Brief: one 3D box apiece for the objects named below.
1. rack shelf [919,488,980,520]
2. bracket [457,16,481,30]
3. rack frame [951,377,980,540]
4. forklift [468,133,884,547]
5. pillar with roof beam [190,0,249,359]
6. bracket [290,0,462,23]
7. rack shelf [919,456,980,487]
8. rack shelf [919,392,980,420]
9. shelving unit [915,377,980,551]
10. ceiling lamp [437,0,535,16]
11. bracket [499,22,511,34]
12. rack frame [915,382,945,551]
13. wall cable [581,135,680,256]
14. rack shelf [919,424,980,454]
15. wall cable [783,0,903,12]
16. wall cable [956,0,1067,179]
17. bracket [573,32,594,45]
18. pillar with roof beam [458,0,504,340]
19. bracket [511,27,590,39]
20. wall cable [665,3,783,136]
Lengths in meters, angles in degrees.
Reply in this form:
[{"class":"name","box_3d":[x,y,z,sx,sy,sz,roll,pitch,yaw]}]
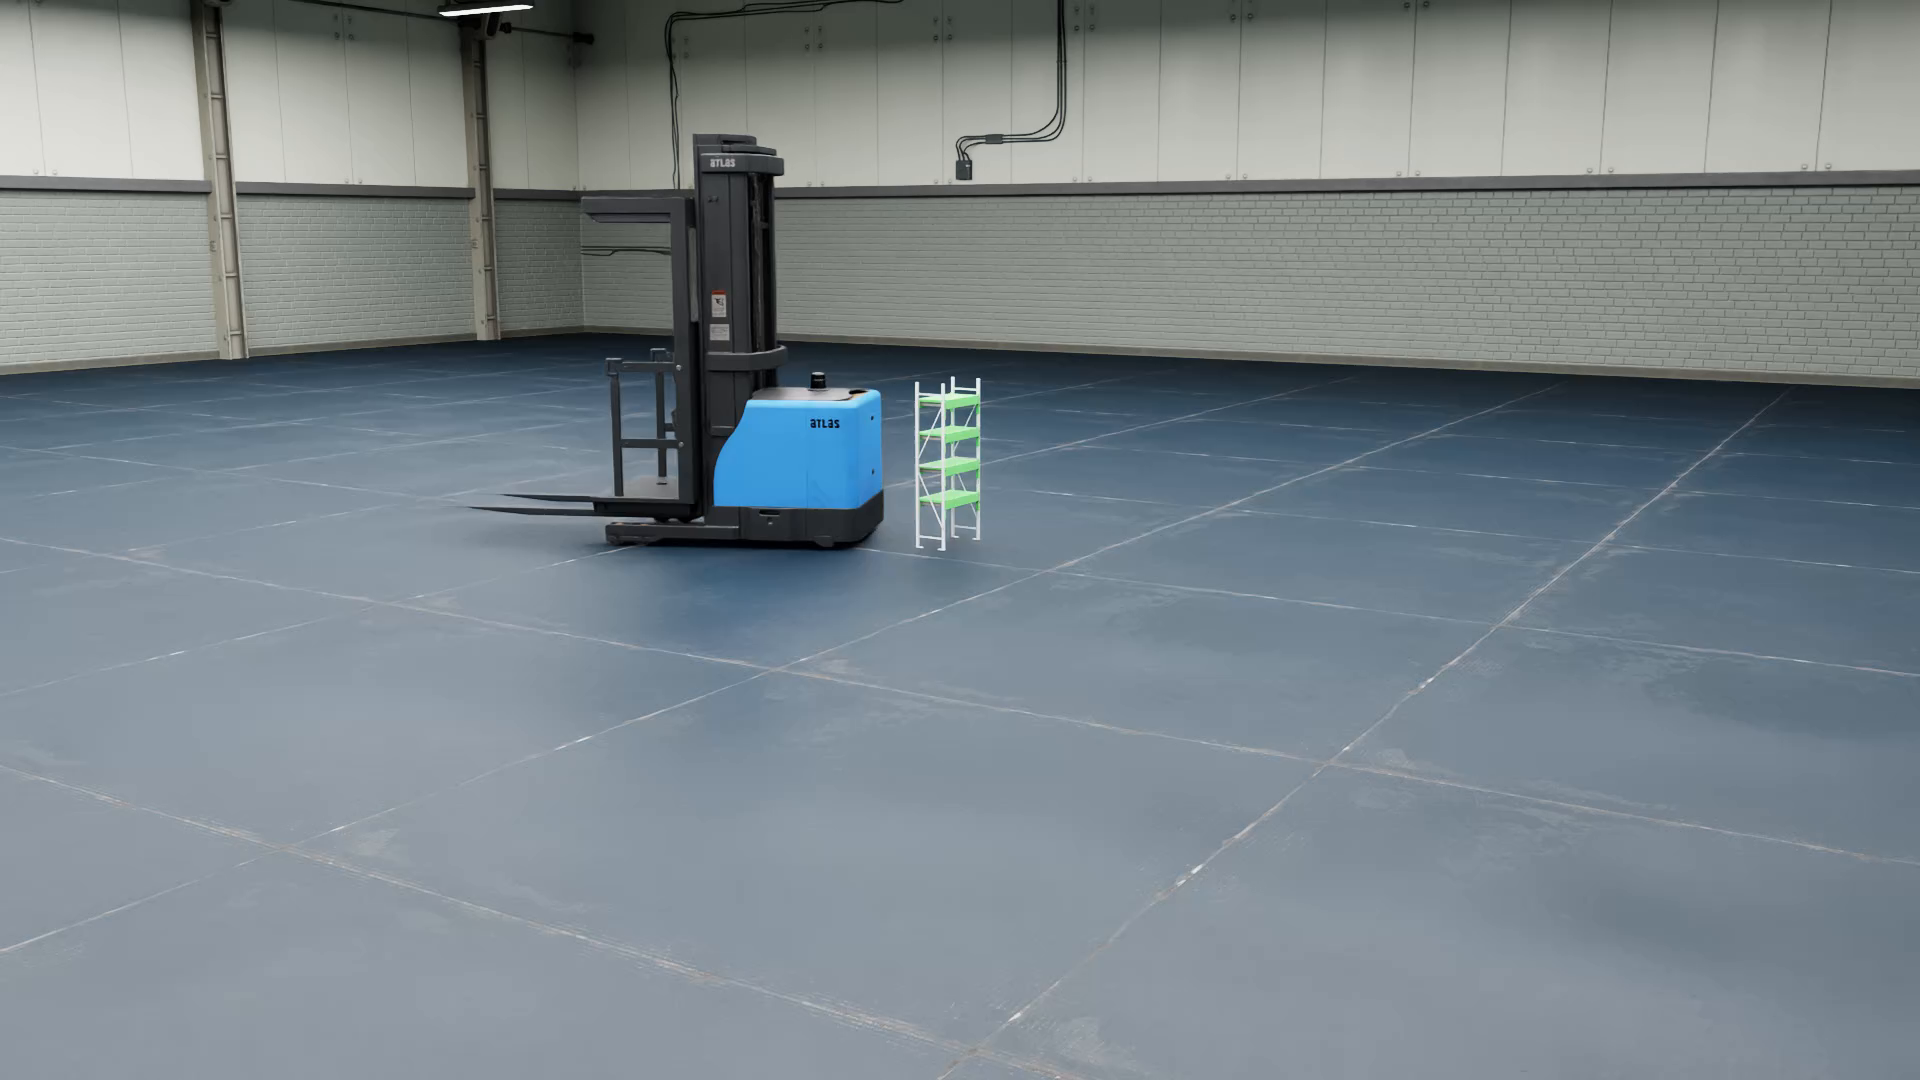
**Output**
[{"class":"rack shelf","box_3d":[-0.086,-0.265,12.175,0.258,0.148,0.480,6,12,31]},{"class":"bracket","box_3d":[-9.757,-10.279,33.037,0.235,0.232,0.430,6,12,31]},{"class":"rack frame","box_3d":[0.041,-0.602,12.324,0.240,1.200,0.015,6,12,31]},{"class":"forklift","box_3d":[-2.148,-1.489,12.356,3.031,2.935,1.130,2,11,8]},{"class":"pillar with roof beam","box_3d":[-9.281,-7.254,26.660,9.100,9.000,0.548,6,12,31]},{"class":"bracket","box_3d":[-11.095,-9.874,30.872,0.076,0.066,4.783,6,12,31]},{"class":"rack shelf","box_3d":[-0.086,-0.501,12.131,0.258,0.148,0.480,6,12,31]},{"class":"rack shelf","box_3d":[-0.086,-0.973,12.043,0.258,0.148,0.480,6,12,31]},{"class":"shelving unit","box_3d":[-0.086,-0.564,12.119,0.258,1.200,0.503,6,12,31]},{"class":"ceiling lamp","box_3d":[-7.792,-10.416,27.691,2.000,3.185,0.800,6,12,31]},{"class":"bracket","box_3d":[-9.326,-10.409,33.734,0.235,0.232,0.430,6,12,31]},{"class":"rack frame","box_3d":[-0.213,-0.525,11.914,0.240,1.200,0.015,6,12,31]},{"class":"wall cable","box_3d":[-7.186,-7.419,35.983,3.097,2.526,0.112,6,12,31]},{"class":"rack shelf","box_3d":[-0.086,-0.737,12.087,0.258,0.148,0.480,6,12,31]},{"class":"wall cable","box_3d":[-2.229,-11.583,32.140,3.097,2.526,0.112,6,12,31]},{"class":"wall cable","box_3d":[0.920,-9.708,30.527,2.305,6.003,0.169,6,12,31]},{"class":"bracket","box_3d":[-8.096,-10.782,35.725,0.235,0.232,0.430,6,12,31]},{"class":"pillar with roof beam","box_3d":[-6.166,-8.197,31.701,9.100,9.000,0.548,6,12,31]},{"class":"bracket","box_3d":[-8.403,-10.689,35.229,0.076,0.066,3.189,6,12,31]},{"class":"wall cable","box_3d":[-4.874,-9.643,34.138,3.097,2.526,0.112,6,12,31]}]
